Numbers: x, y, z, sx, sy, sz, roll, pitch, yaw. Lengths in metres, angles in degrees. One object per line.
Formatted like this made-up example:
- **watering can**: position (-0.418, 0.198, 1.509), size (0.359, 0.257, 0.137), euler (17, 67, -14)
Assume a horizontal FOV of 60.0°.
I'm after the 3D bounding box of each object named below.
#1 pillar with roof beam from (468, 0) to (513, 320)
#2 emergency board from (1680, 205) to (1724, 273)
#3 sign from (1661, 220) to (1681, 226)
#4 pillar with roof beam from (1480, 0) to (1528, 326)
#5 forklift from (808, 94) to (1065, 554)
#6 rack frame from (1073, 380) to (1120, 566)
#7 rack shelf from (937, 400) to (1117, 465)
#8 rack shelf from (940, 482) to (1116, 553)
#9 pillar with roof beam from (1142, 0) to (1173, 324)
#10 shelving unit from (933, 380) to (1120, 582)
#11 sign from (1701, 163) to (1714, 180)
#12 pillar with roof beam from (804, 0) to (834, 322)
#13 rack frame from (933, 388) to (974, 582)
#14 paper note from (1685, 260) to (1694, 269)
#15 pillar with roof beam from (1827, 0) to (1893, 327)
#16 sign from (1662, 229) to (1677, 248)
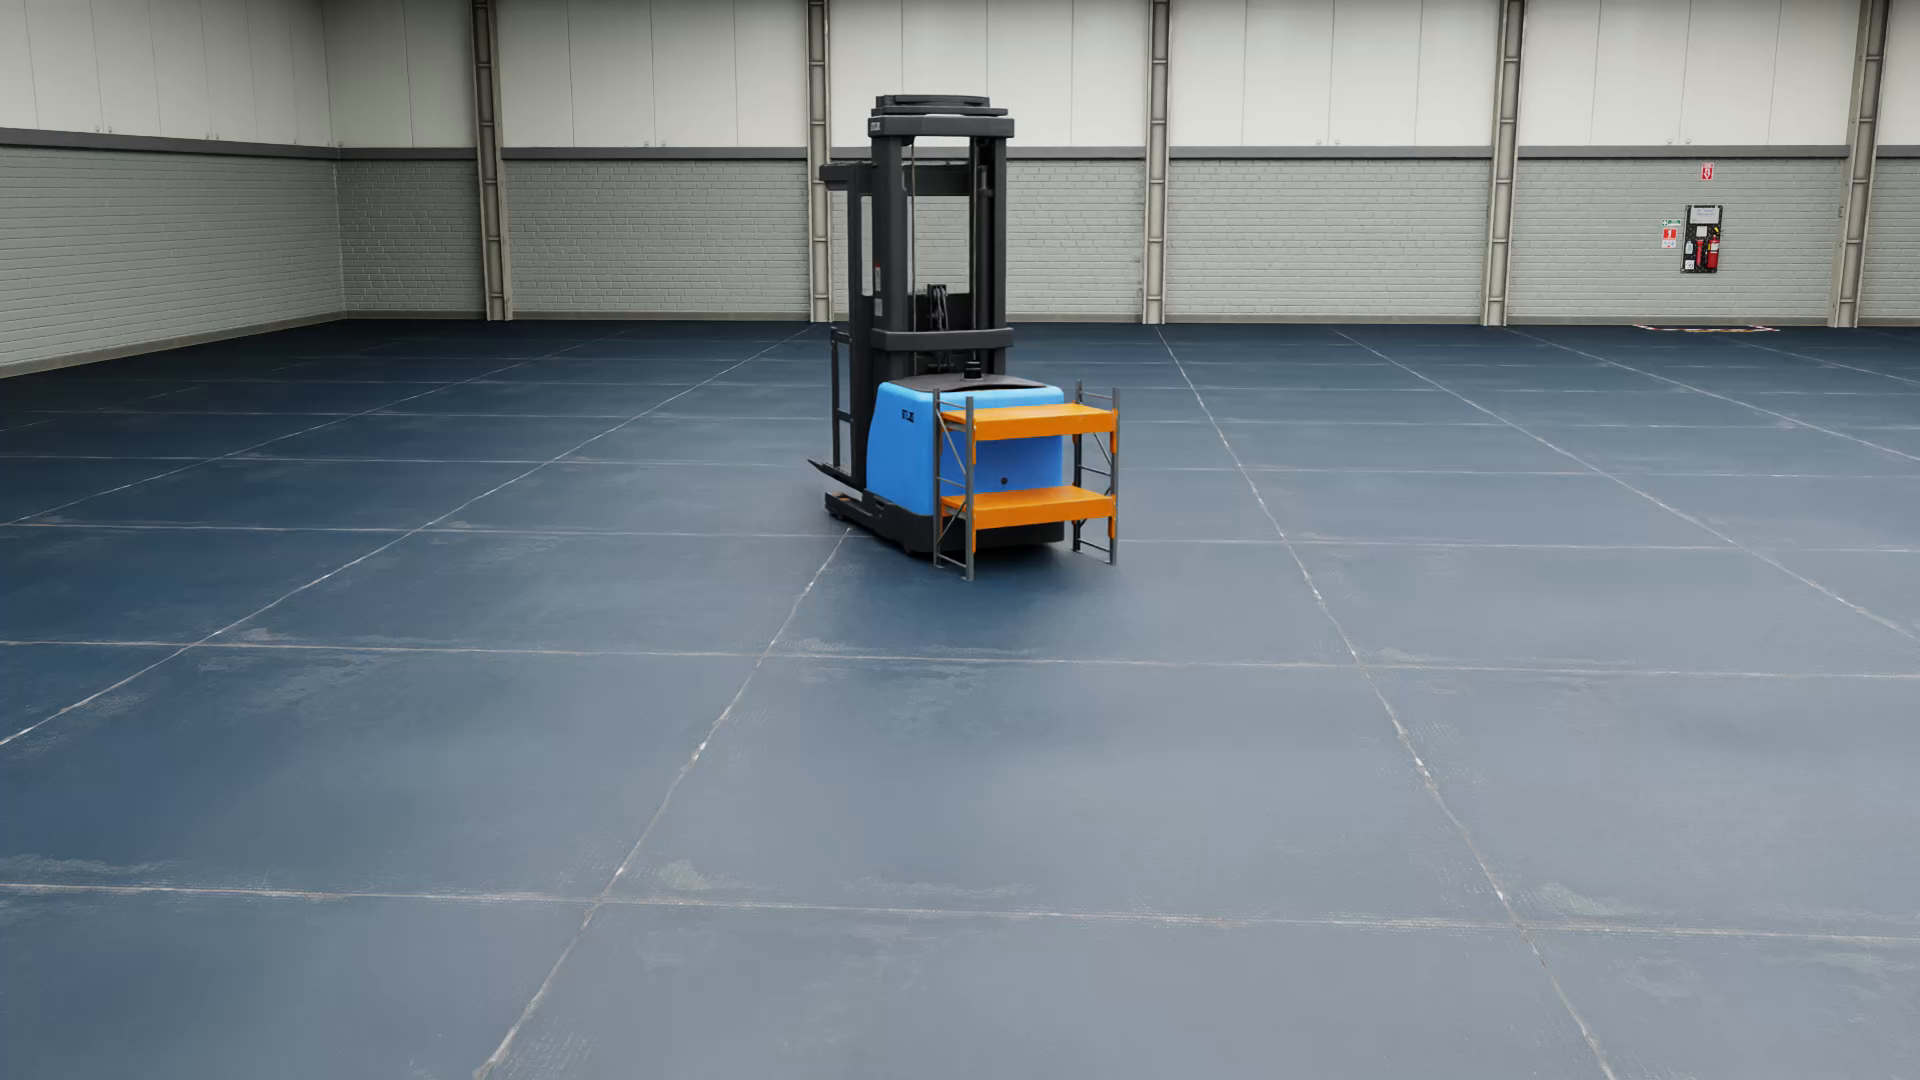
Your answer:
- **pillar with roof beam**: position (-8.782, -7.592, 25.585), size (0.400, 9.000, 9.100), euler (1, 12, 4)
- **emergency board**: position (12.989, -5.249, 29.033), size (0.643, 1.169, 0.194), euler (1, 12, 4)
- **sign**: position (12.448, -5.552, 29.103), size (0.331, 0.109, 0.001), euler (1, 12, 4)
- **pillar with roof beam**: position (9.177, -7.346, 24.408), size (0.400, 9.000, 9.100), euler (1, 12, 4)
- **forklift**: position (-0.337, -1.605, 11.782), size (1.130, 2.935, 3.031), euler (-5, 13, -22)
- **rack frame**: position (0.867, -0.435, 10.602), size (0.032, 1.125, 0.500), euler (-6, 13, -26)
- **rack shelf**: position (0.412, -0.676, 10.321), size (1.000, 0.278, 0.538), euler (-6, 13, -26)
- **rack shelf**: position (0.412, -0.150, 10.431), size (1.000, 0.278, 0.538), euler (-6, 13, -26)
- **pillar with roof beam**: position (3.191, -7.428, 24.800), size (0.400, 9.000, 9.100), euler (1, 12, 4)
- **shelving unit**: position (0.412, -0.389, 10.381), size (1.048, 1.125, 0.538), euler (-6, 13, -26)
- **sign**: position (12.987, -6.404, 28.893), size (0.199, 0.298, 0.001), euler (1, 12, 4)
- **pillar with roof beam**: position (-2.796, -7.510, 25.193), size (0.400, 9.000, 9.100), euler (1, 12, 4)
- **rack frame**: position (-0.044, -0.343, 10.159), size (0.032, 1.125, 0.500), euler (-6, 13, -26)
- **paper note**: position (12.817, -4.834, 29.202), size (0.142, 0.148, 0.016), euler (1, 12, 4)
- **pillar with roof beam**: position (15.164, -7.264, 24.015), size (0.400, 9.000, 9.100), euler (1, 12, 4)
- **sign**: position (12.444, -5.295, 29.166), size (0.234, 0.329, 0.001), euler (1, 12, 4)
